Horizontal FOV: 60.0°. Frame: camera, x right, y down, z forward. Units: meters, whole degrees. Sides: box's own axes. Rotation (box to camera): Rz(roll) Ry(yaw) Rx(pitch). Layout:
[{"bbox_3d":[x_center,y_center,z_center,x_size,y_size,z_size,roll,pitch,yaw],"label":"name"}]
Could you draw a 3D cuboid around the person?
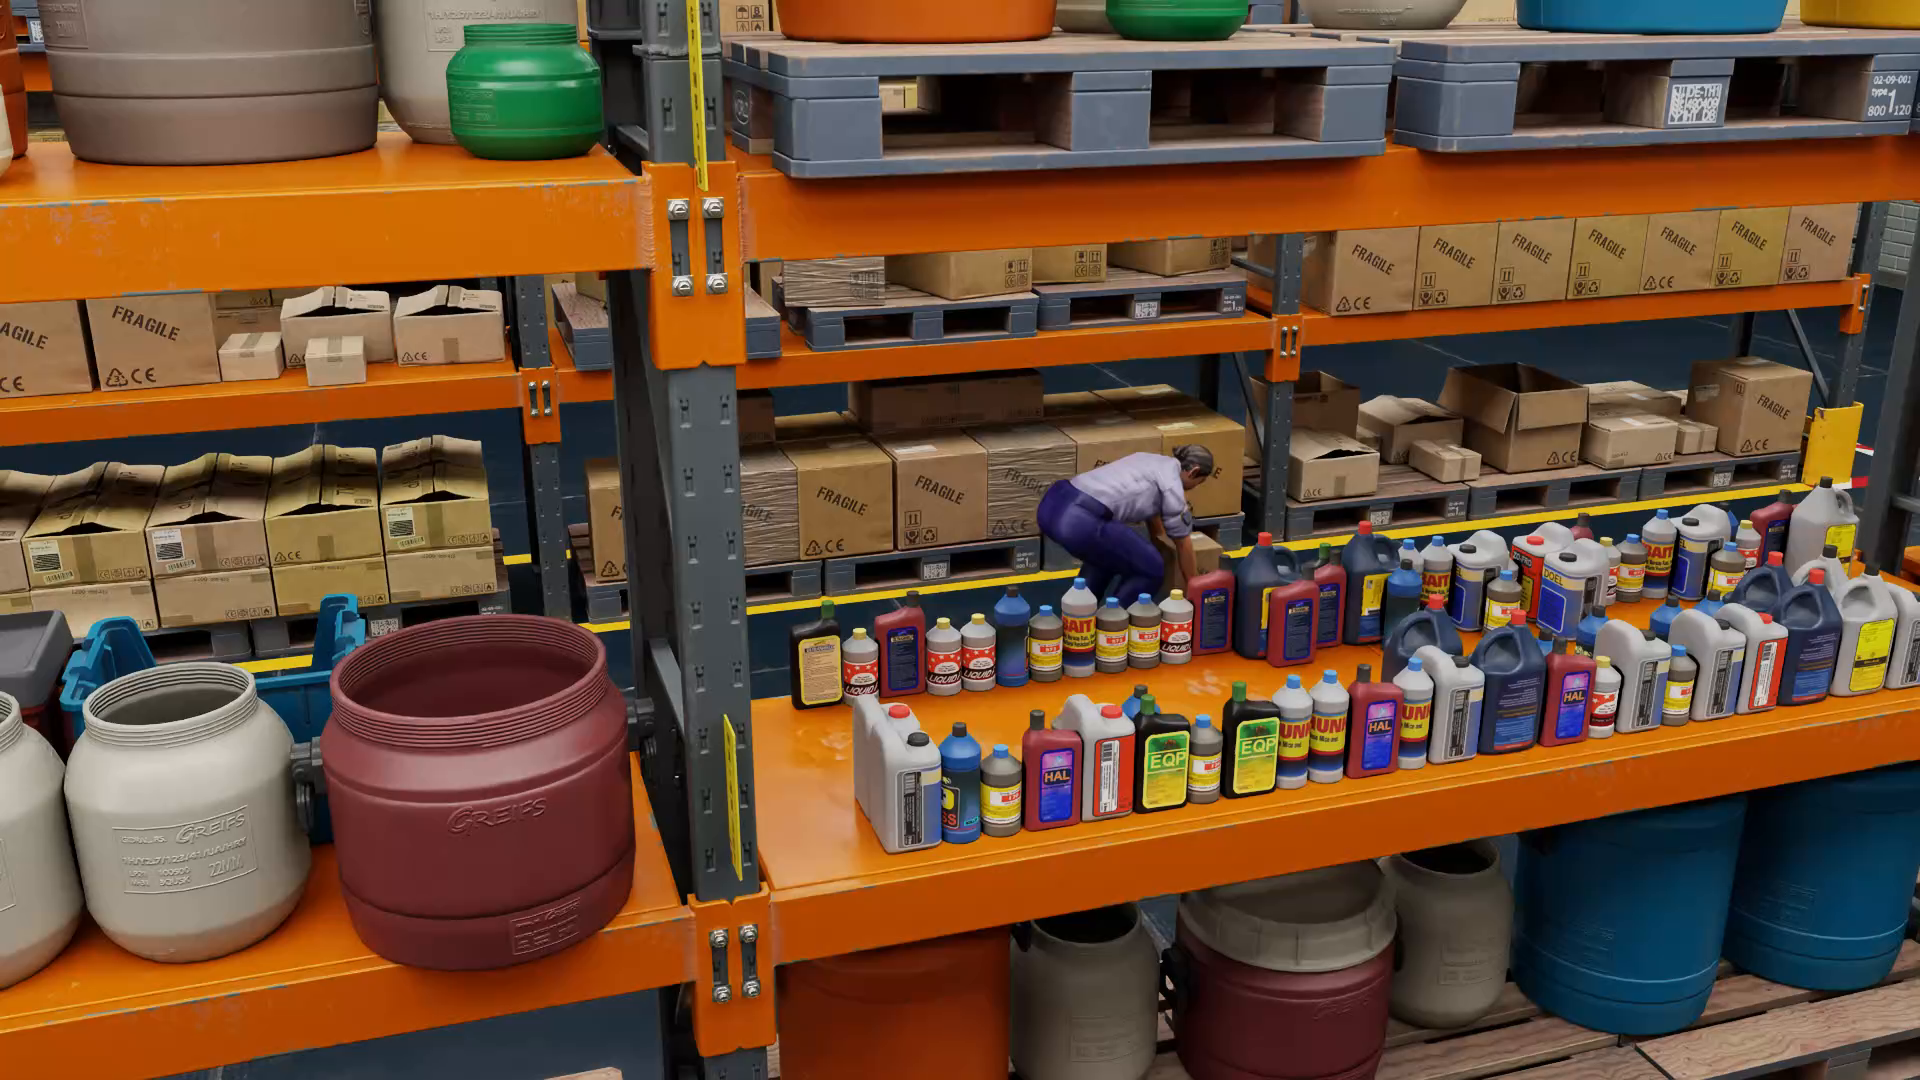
[{"bbox_3d":[0.809,0.041,8.044,0.889,0.942,0.514,-7,21,-20],"label":"person"}]
